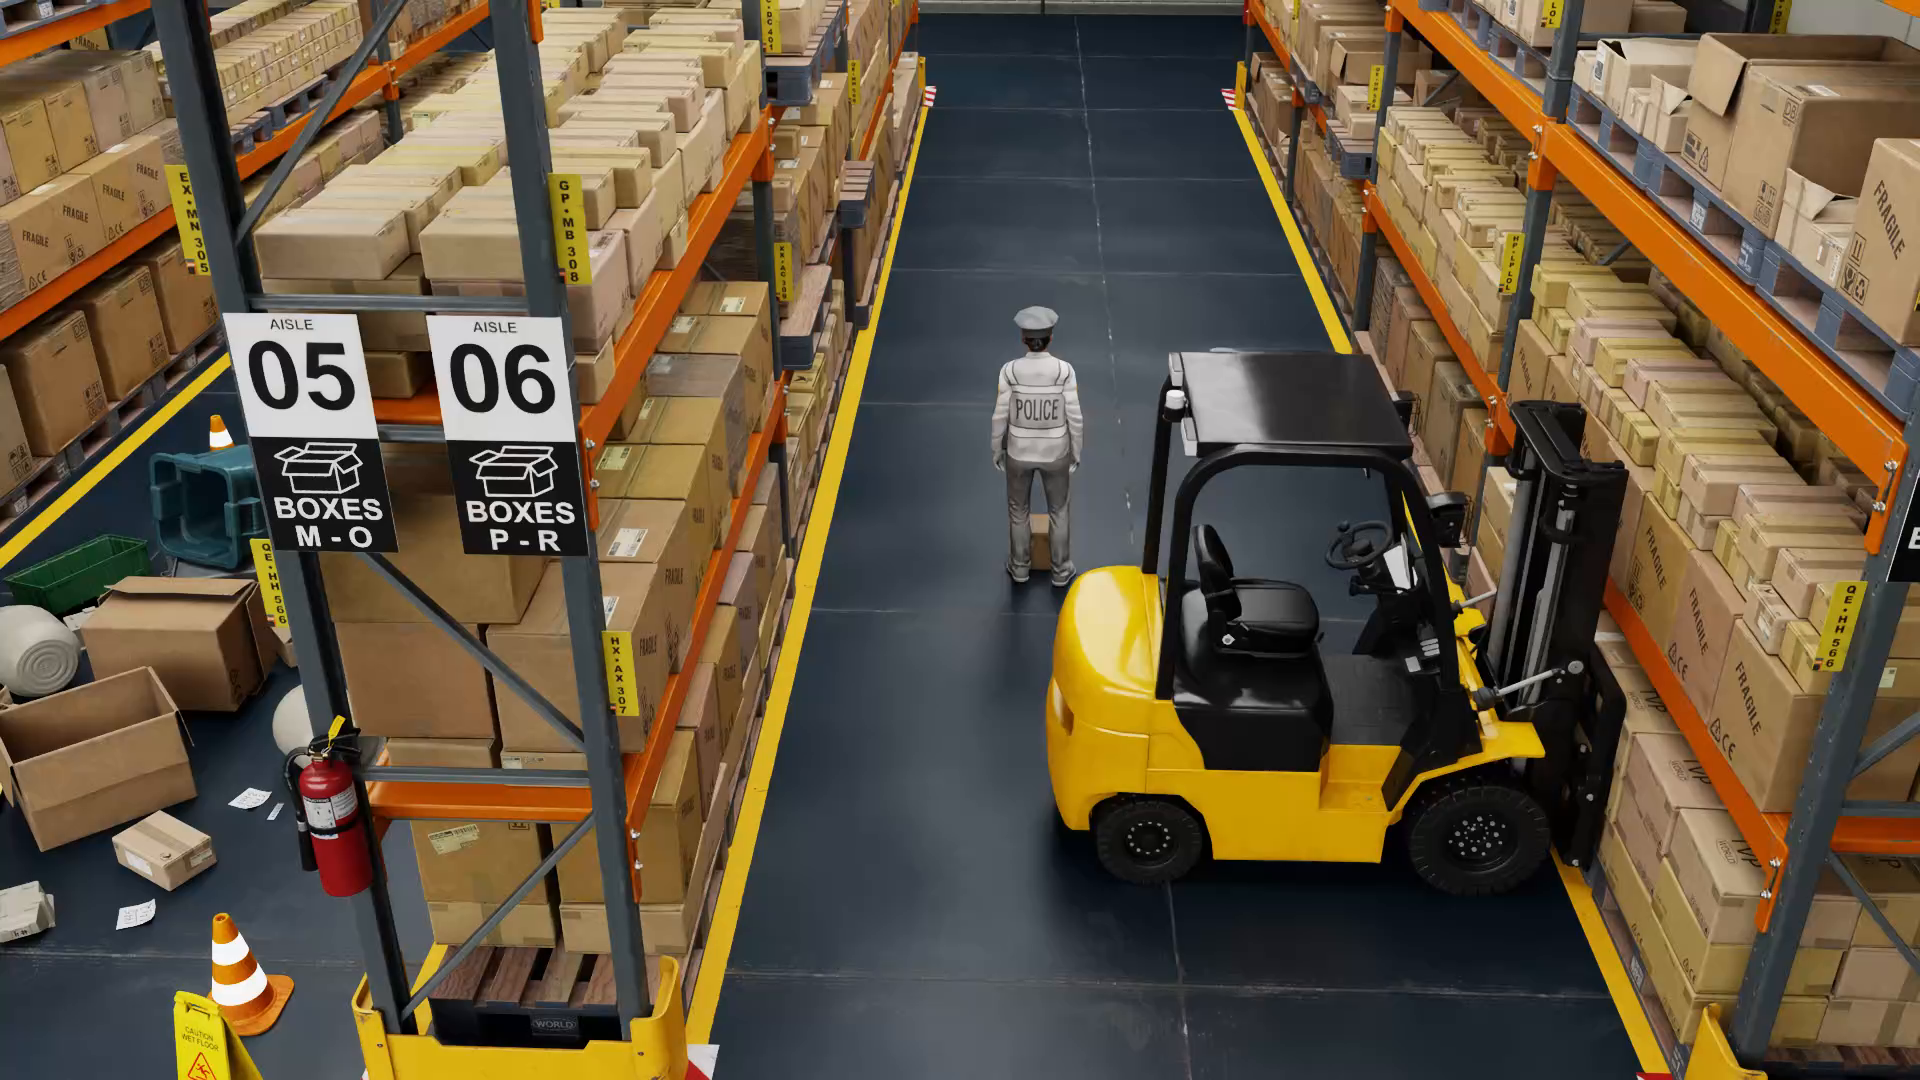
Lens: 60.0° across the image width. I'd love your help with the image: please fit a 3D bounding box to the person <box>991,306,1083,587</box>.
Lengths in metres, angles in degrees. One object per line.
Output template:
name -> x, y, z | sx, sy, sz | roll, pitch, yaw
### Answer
person -> 0.440, -0.507, 9.565 | 0.529, 1.663, 0.403 | 1, 28, 2
